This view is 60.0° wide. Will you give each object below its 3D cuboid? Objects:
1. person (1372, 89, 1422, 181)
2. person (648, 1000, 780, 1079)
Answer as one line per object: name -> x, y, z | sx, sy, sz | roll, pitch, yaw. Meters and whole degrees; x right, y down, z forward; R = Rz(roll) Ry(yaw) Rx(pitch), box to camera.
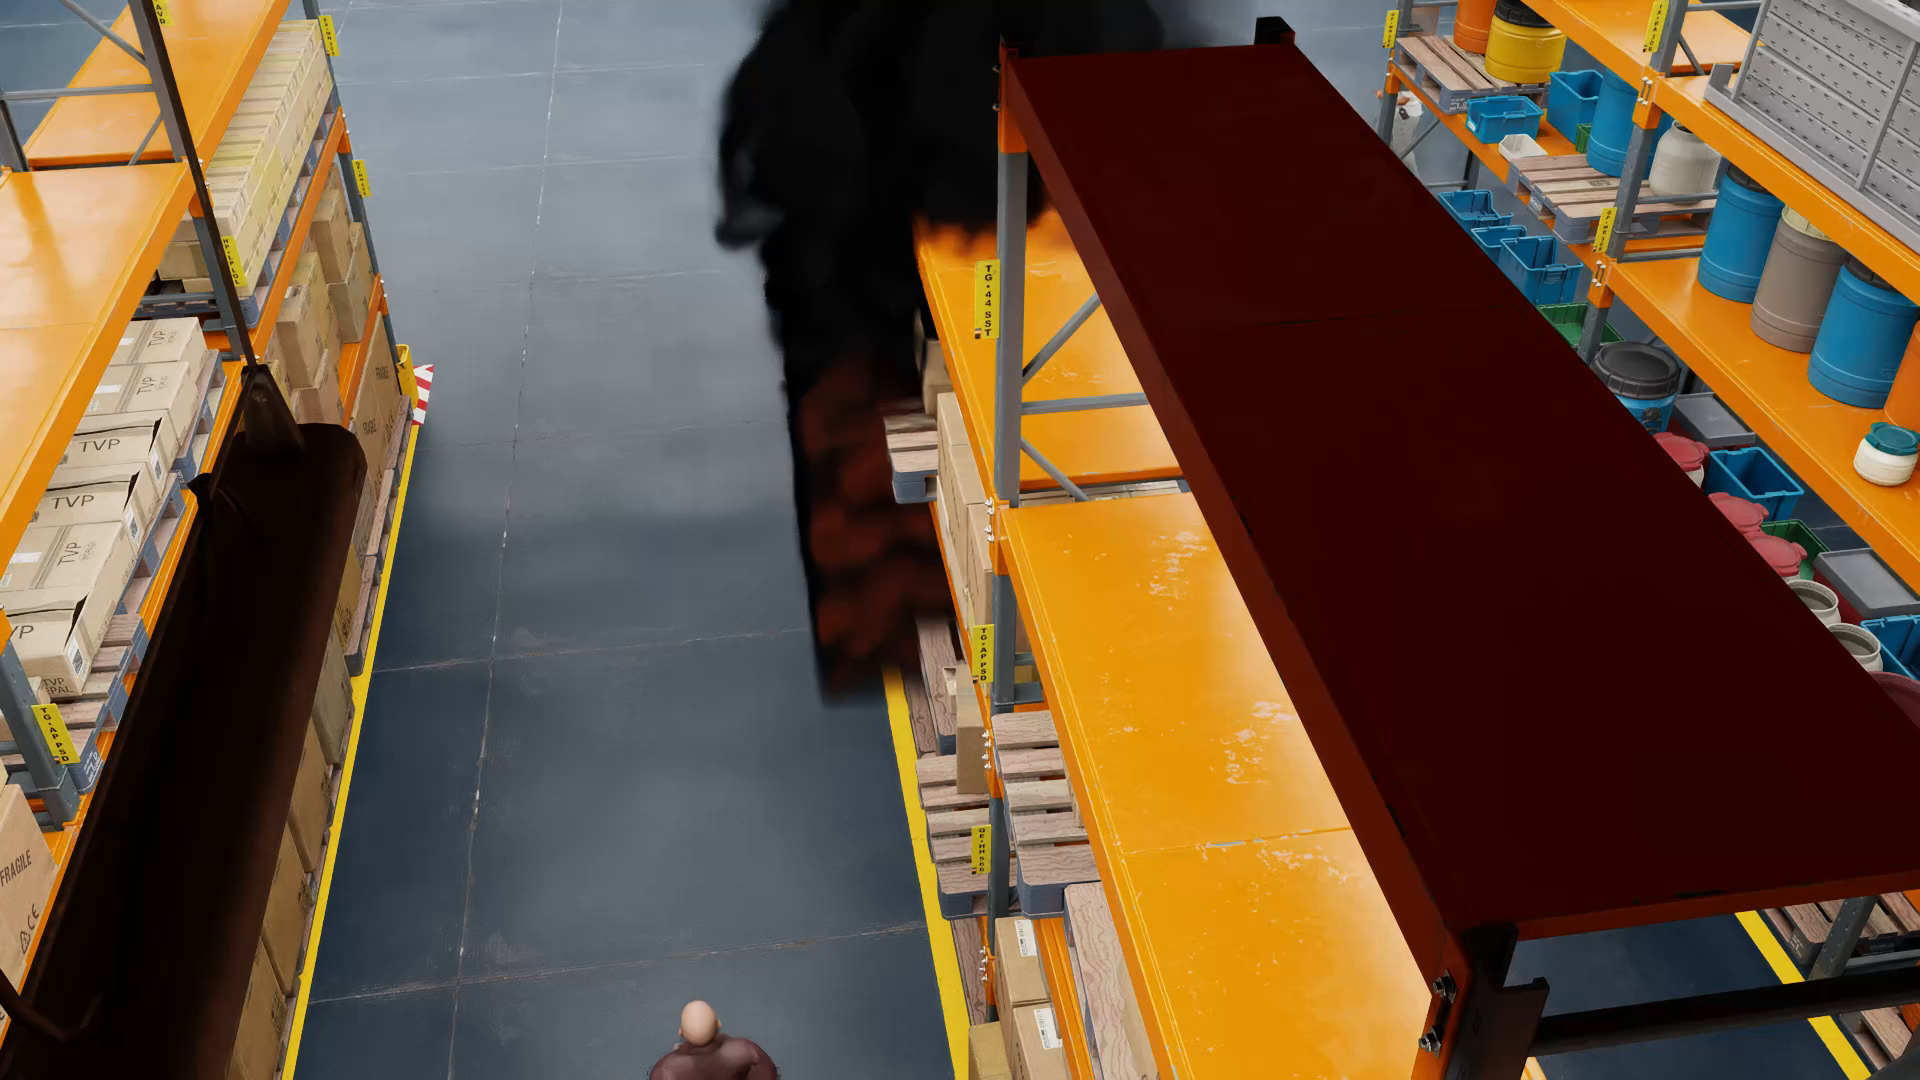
person -> 4.901, -4.727, 18.508 | 0.665, 1.672, 0.580 | 4, 37, 6
person -> -1.184, 2.840, 8.103 | 0.627, 1.723, 0.760 | -13, 38, -18
